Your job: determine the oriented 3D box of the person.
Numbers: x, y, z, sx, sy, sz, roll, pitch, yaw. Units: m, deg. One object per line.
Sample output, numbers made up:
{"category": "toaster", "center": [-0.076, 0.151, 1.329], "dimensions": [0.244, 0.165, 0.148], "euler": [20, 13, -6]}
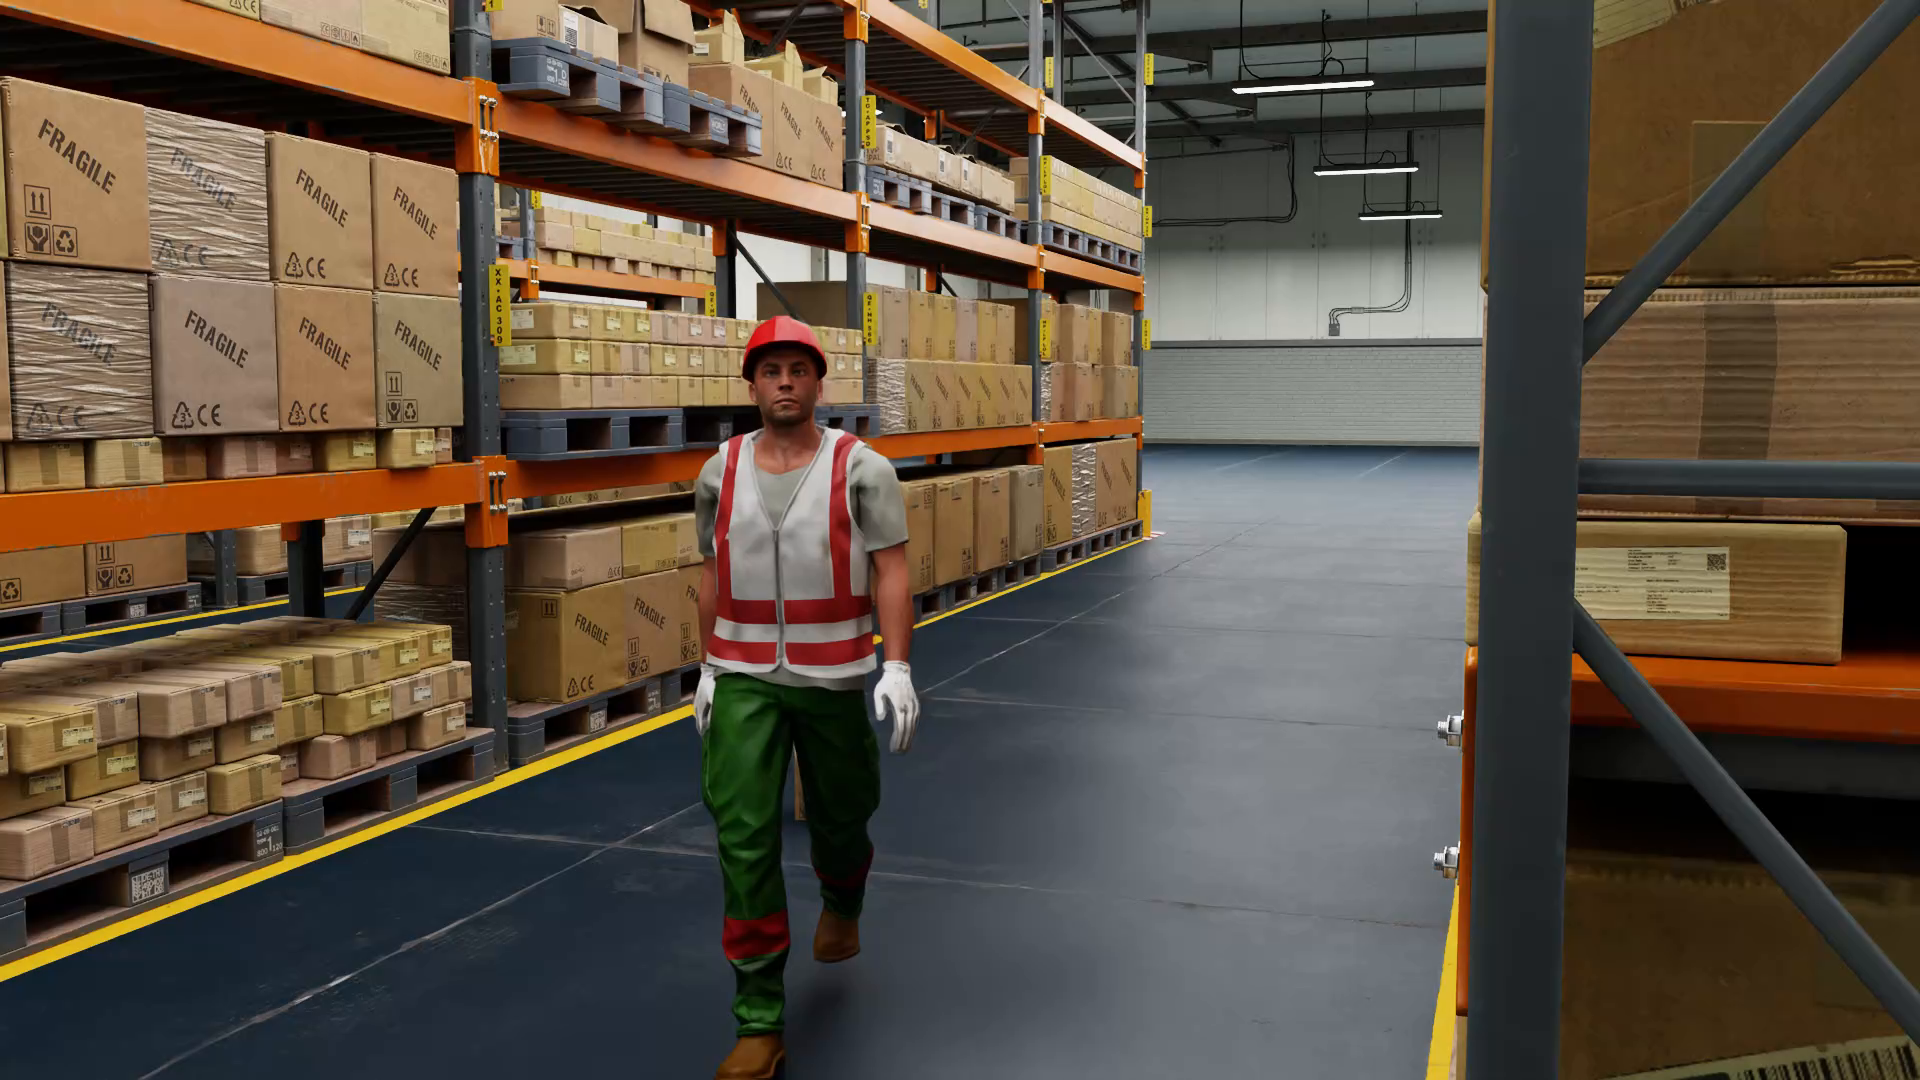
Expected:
{"category": "person", "center": [-0.383, 0.337, 4.042], "dimensions": [0.586, 1.756, 0.949], "euler": [0, 5, 2]}
